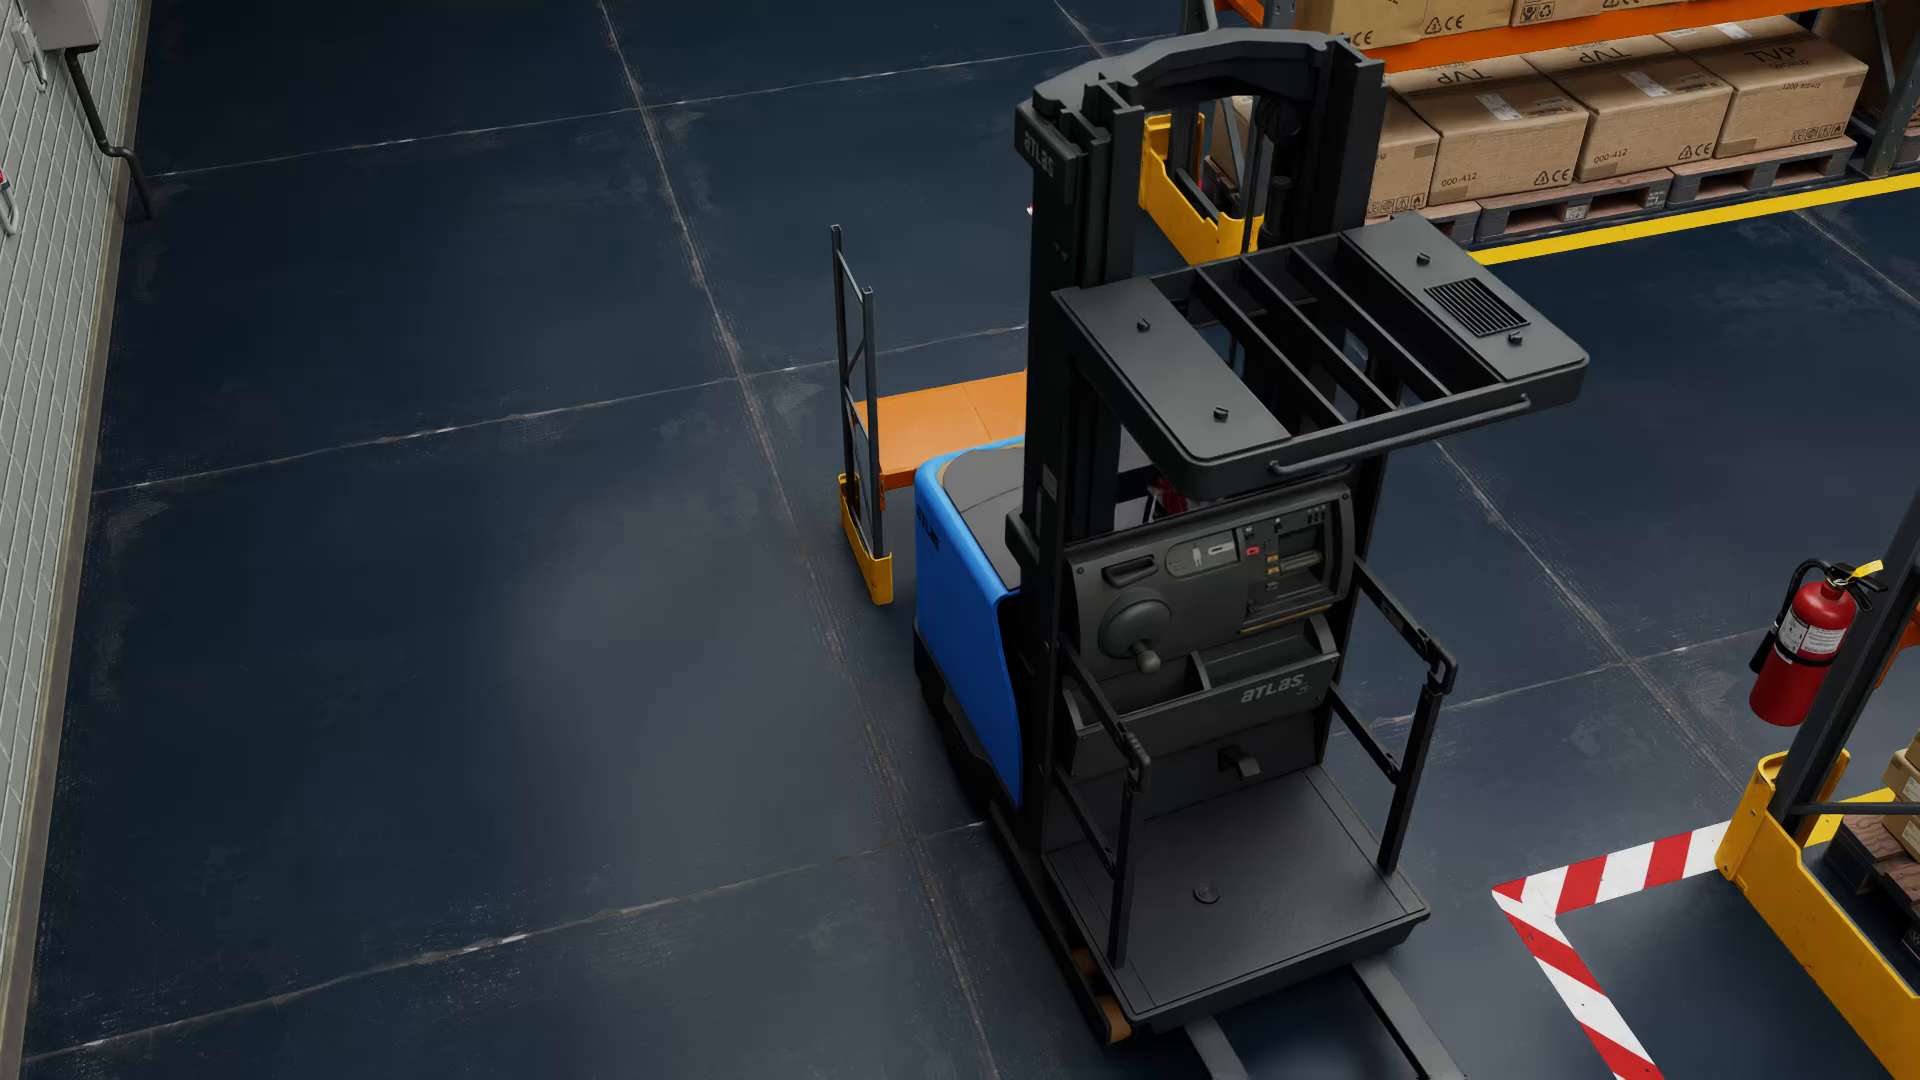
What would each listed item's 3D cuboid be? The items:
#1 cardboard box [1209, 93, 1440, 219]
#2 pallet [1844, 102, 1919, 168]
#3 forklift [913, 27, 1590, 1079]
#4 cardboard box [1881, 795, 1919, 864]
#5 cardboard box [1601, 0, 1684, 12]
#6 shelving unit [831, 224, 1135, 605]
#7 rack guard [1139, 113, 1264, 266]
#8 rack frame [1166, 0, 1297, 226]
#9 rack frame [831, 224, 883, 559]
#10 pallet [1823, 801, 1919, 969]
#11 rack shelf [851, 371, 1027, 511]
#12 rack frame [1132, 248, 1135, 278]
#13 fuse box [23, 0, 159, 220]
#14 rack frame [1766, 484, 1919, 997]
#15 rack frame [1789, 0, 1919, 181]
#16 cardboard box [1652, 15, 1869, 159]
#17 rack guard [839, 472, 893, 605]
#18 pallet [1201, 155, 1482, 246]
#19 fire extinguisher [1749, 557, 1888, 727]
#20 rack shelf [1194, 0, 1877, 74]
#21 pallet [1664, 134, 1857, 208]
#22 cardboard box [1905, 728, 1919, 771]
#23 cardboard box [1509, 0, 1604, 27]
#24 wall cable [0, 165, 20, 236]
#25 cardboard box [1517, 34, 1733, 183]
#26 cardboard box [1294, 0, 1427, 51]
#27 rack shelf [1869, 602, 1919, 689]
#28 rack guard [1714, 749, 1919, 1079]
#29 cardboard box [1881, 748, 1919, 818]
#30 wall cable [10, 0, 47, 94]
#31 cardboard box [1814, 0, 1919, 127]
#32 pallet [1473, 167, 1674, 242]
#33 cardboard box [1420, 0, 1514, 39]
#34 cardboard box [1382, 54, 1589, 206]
[{"bbox_3d":[1.959,-2.129,9.035,0.875,0.438,0.875,-13,43,-15],"label":"cardboard box"},{"bbox_3d":[5.888,-2.682,10.160,1.213,0.211,1.003,-12,42,-13],"label":"pallet"},{"bbox_3d":[0.843,0.201,4.792,1.130,2.935,3.031,-15,43,-16],"label":"forklift"},{"bbox_3d":[3.382,1.025,5.645,0.250,0.149,0.380,-11,42,-12],"label":"cardboard box"},{"bbox_3d":[3.341,-3.011,8.340,0.500,0.500,0.500,-10,42,-12],"label":"cardboard box"},{"bbox_3d":[0.073,-0.580,6.774,1.083,1.500,0.587,-12,42,-13],"label":"shelving unit"},{"bbox_3d":[1.336,-1.796,8.926,0.348,0.500,1.175,-12,42,-13],"label":"rack guard"},{"bbox_3d":[1.359,-2.742,8.109,0.127,3.000,1.000,-12,42,-13],"label":"rack frame"},{"bbox_3d":[-0.403,-0.481,6.661,0.032,1.500,0.500,-12,42,-13],"label":"rack frame"},{"bbox_3d":[3.801,1.241,5.669,1.213,0.211,1.003,-12,42,-13],"label":"pallet"},{"bbox_3d":[0.081,-0.446,6.894,1.000,0.185,0.538,-12,42,-13],"label":"rack shelf"},{"bbox_3d":[0.566,-0.682,6.891,0.032,1.500,0.500,-12,42,-13],"label":"rack frame"},{"bbox_3d":[-4.504,-2.475,8.782,0.414,1.711,0.539,-12,42,-13],"label":"fuse box"},{"bbox_3d":[2.943,0.344,4.576,0.127,3.000,1.000,-12,42,-13],"label":"rack frame"},{"bbox_3d":[5.175,-3.533,9.014,0.127,3.000,1.000,-12,42,-13],"label":"rack frame"},{"bbox_3d":[4.543,-2.669,9.654,0.875,0.438,0.875,-12,43,-14],"label":"cardboard box"},{"bbox_3d":[-0.402,-0.011,7.072,0.087,0.250,0.587,-12,42,-13],"label":"rack guard"},{"bbox_3d":[2.098,-1.899,9.263,1.213,0.211,1.003,-12,42,-13],"label":"pallet"},{"bbox_3d":[2.564,0.274,4.999,0.183,0.674,0.296,-12,42,-13],"label":"fire extinguisher"},{"bbox_3d":[3.267,-2.867,8.798,4.000,0.370,1.077,-12,42,-13],"label":"rack shelf"},{"bbox_3d":[4.426,-2.381,9.815,1.213,0.211,1.003,-12,42,-13],"label":"pallet"},{"bbox_3d":[3.371,0.772,5.482,0.250,0.149,0.380,-11,42,-13],"label":"cardboard box"},{"bbox_3d":[2.868,-2.901,8.215,0.500,0.500,0.500,-12,43,-13],"label":"cardboard box"},{"bbox_3d":[-4.012,-2.008,6.472,0.123,1.953,0.585,-12,42,-13],"label":"wall cable"},{"bbox_3d":[3.690,-2.492,9.451,0.875,0.438,0.875,-13,43,-14],"label":"cardboard box"},{"bbox_3d":[1.903,-2.695,7.978,0.500,0.500,0.500,-12,43,-13],"label":"cardboard box"},{"bbox_3d":[4.850,0.220,5.265,4.000,0.370,1.077,-12,42,-13],"label":"rack shelf"},{"bbox_3d":[3.015,1.271,5.416,0.348,0.500,1.175,-12,42,-13],"label":"rack guard"},{"bbox_3d":[3.360,0.864,5.602,0.250,0.149,0.380,-13,43,-14],"label":"cardboard box"},{"bbox_3d":[-4.449,-2.883,7.498,0.122,1.984,0.588,-12,42,-13],"label":"wall cable"},{"bbox_3d":[5.742,-3.063,9.772,0.875,0.875,0.875,-10,42,-12],"label":"cardboard box"},{"bbox_3d":[3.260,-2.138,9.537,1.213,0.211,1.003,-12,42,-13],"label":"pallet"},{"bbox_3d":[2.377,-2.812,8.113,0.500,0.500,0.500,-12,43,-14],"label":"cardboard box"},{"bbox_3d":[2.829,-2.315,9.248,0.875,0.438,0.875,-11,42,-12],"label":"cardboard box"}]
